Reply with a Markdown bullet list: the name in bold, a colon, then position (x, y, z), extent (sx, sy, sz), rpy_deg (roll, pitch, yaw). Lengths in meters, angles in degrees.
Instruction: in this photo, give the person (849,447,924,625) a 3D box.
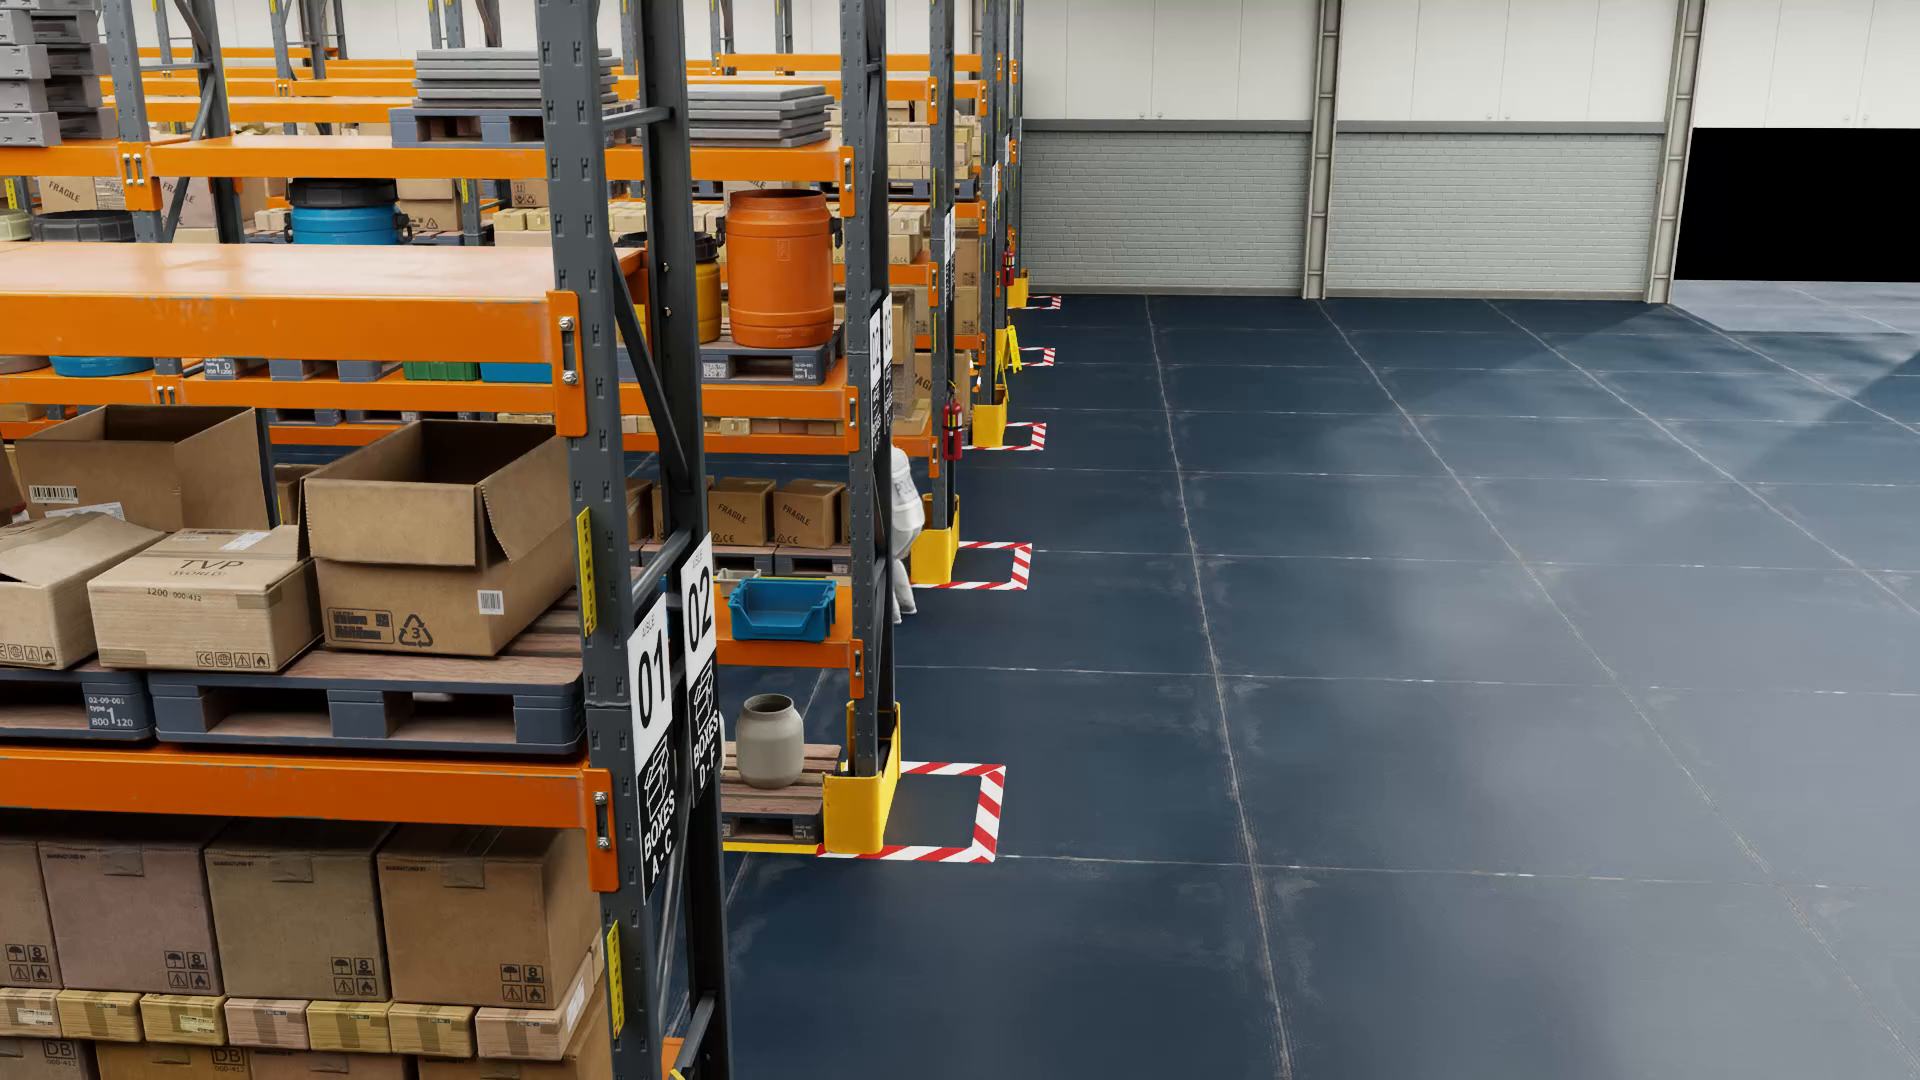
- **person**: position (-0.612, -0.127, 13.636), extent (0.585, 1.650, 0.571), rpy_deg (8, 19, 25)
